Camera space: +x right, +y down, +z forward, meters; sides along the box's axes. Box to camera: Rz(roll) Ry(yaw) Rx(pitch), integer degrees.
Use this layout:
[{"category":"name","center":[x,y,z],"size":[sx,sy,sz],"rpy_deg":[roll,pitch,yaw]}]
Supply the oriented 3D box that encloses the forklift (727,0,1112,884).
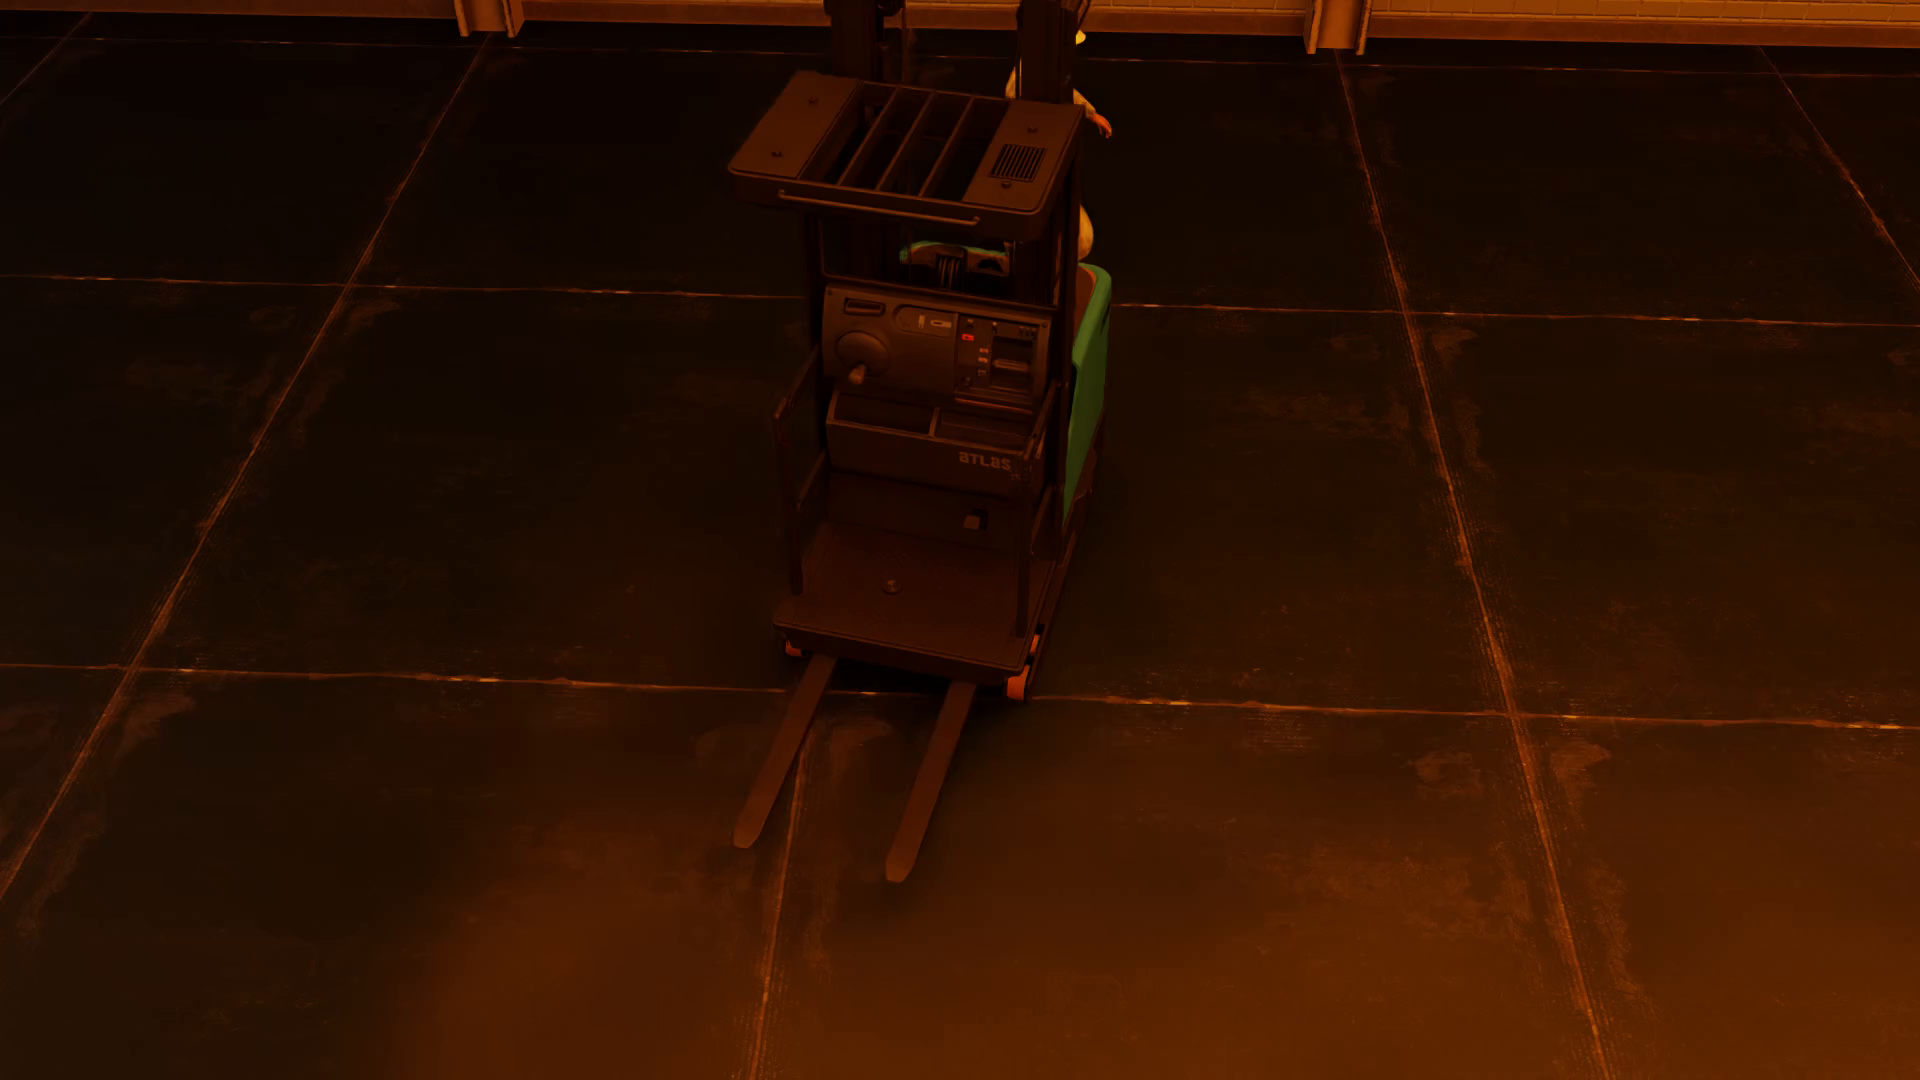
[{"category":"forklift","center":[-0.153,-0.684,6.492],"size":[1.130,2.935,3.031],"rpy_deg":[10,43,11]}]

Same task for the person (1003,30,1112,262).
[{"category":"person","center":[0.505,-2.098,9.017],"size":[0.664,1.648,0.936],"rpy_deg":[13,44,14]}]
